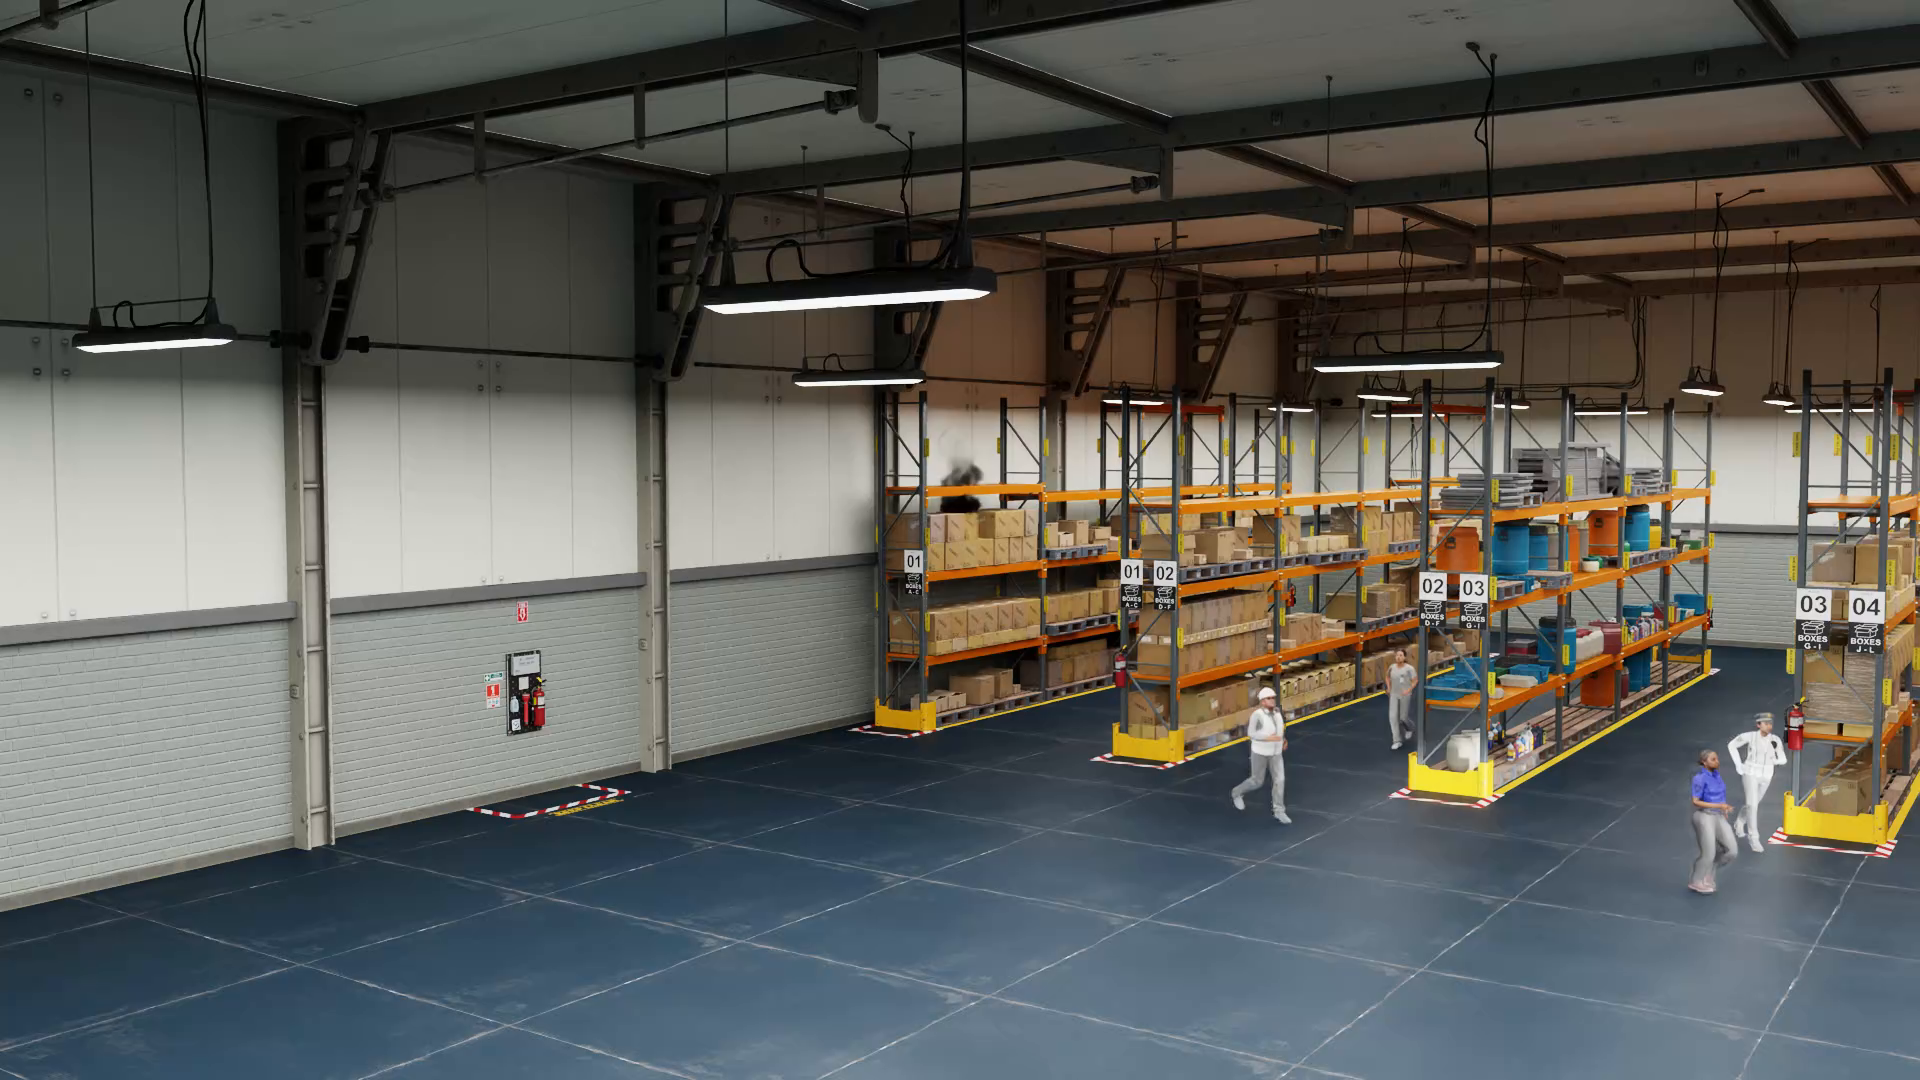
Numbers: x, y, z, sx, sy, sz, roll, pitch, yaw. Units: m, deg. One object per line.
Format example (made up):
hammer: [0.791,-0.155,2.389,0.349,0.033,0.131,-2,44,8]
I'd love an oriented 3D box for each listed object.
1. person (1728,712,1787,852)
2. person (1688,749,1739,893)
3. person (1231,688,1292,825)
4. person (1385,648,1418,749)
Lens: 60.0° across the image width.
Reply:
person: [10.005,2.973,20.802,0.625,1.672,0.923,0,3,1]
person: [8.430,3.153,18.556,0.562,1.628,0.586,-2,4,-29]
person: [4.107,2.870,22.421,0.667,1.789,0.968,-2,4,-29]
person: [7.381,2.633,27.829,0.579,1.651,0.790,2,4,32]
